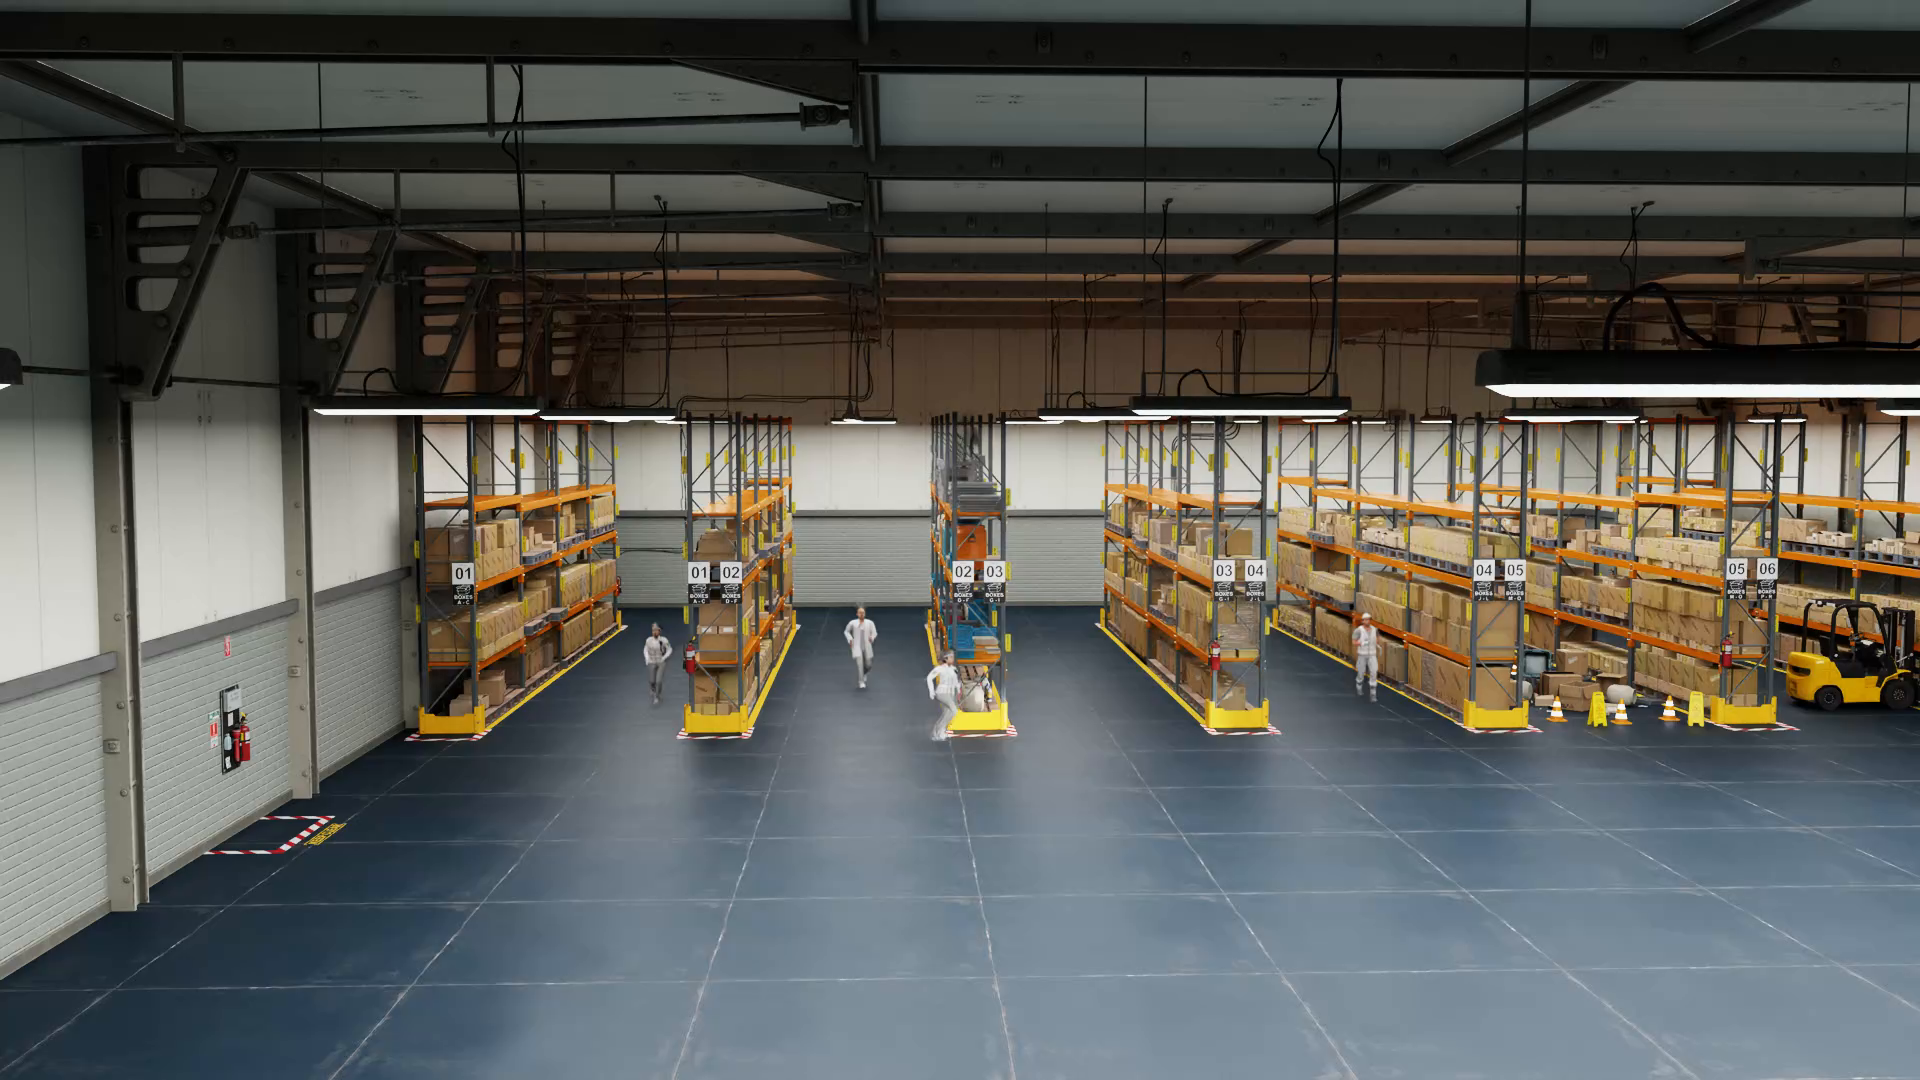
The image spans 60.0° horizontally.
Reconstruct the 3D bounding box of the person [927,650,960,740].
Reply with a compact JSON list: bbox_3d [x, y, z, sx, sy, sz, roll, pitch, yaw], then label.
[{"bbox_3d":[-0.207,2.827,30.322,0.598,1.628,0.606,3,5,41],"label":"person"}]

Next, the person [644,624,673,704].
[{"bbox_3d":[-6.266,2.555,34.495,0.611,1.672,0.592,0,4,1],"label":"person"}]

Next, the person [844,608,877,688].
[{"bbox_3d":[-2.179,2.365,36.582,0.715,1.735,0.826,-1,4,-12],"label":"person"}]

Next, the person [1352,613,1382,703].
[{"bbox_3d":[8.523,2.432,34.815,0.661,1.813,0.929,0,4,0],"label":"person"}]
